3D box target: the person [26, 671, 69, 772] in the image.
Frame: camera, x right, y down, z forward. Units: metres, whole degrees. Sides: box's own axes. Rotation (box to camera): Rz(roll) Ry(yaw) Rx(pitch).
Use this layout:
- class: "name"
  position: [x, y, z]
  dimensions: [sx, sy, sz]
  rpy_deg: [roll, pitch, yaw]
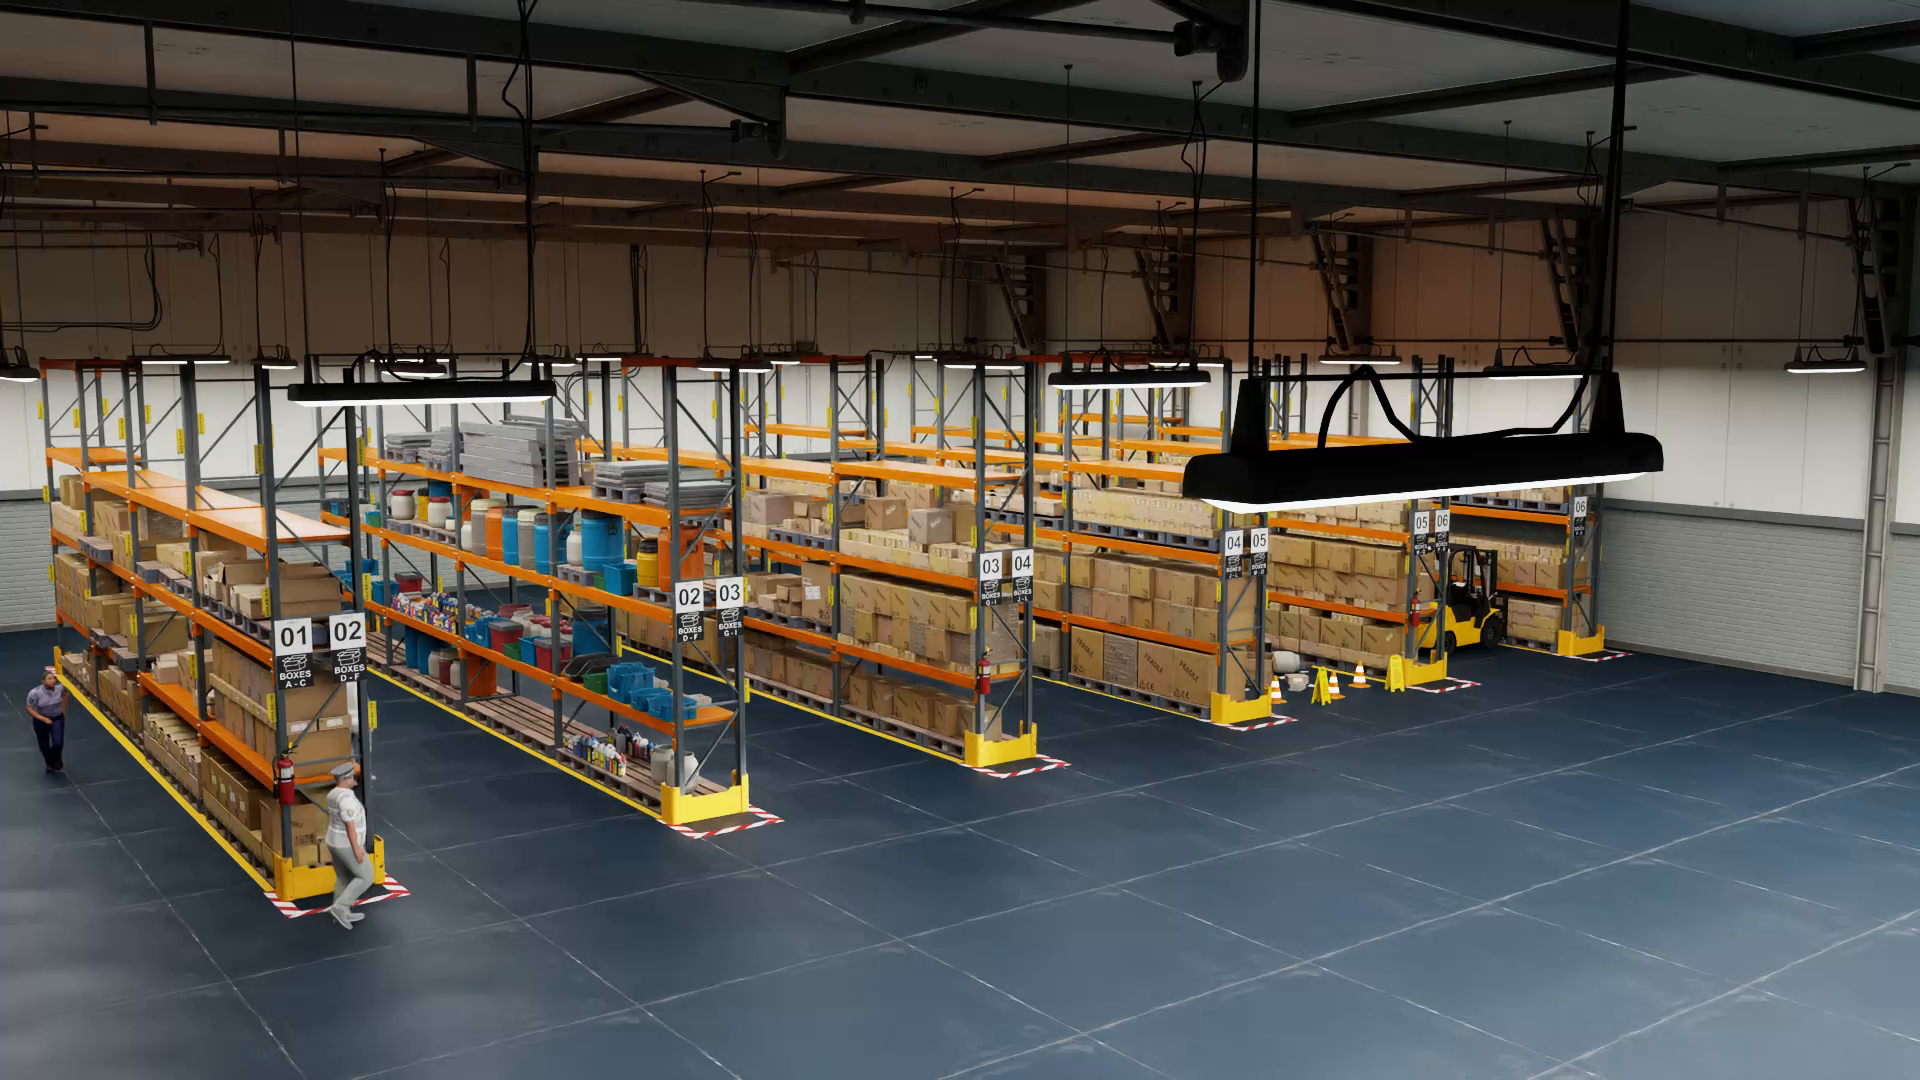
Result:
- class: "person"
  position: [-13.298, 2.650, 24.272]
  dimensions: [0.551, 1.561, 0.748]
  rpy_deg: [-3, 8, -27]

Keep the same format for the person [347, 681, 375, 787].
- class: "person"
  position: [-8.634, 2.619, 23.583]
  dimensions: [0.595, 1.768, 0.542]
  rpy_deg: [-2, 7, -17]

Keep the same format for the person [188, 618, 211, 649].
- class: "person"
  position: [-14.432, 1.758, 31.540]
  dimensions: [0.409, 1.551, 0.899]
  rpy_deg: [-5, 9, -37]

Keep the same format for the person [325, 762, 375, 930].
- class: "person"
  position: [-6.648, 3.291, 17.962]
  dimensions: [0.472, 1.772, 0.569]
  rpy_deg: [-6, 9, -40]
